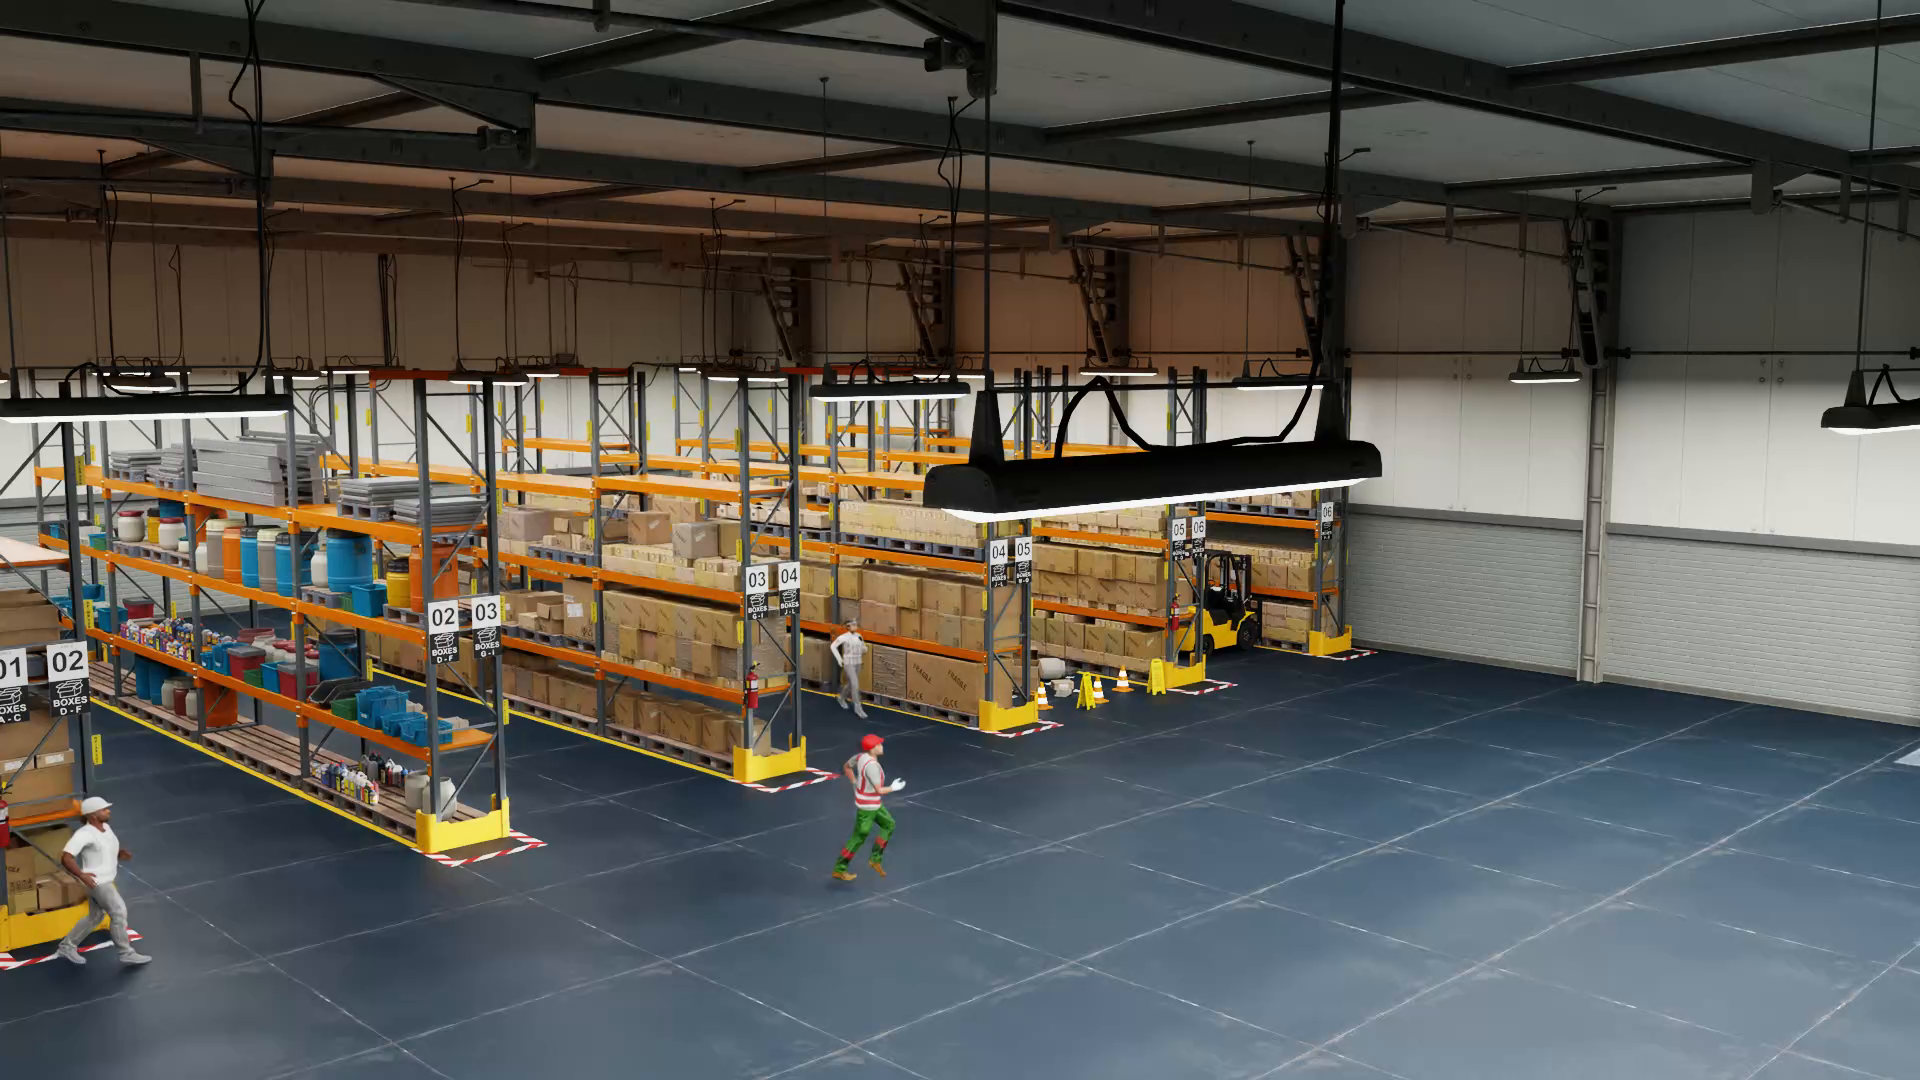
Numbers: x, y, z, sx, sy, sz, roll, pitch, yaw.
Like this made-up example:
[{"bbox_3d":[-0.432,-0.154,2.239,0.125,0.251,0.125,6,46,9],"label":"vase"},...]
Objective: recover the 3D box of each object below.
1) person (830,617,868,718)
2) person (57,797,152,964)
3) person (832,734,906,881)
[{"bbox_3d":[-1.884,2.197,29.056,0.861,1.718,0.598,6,9,42],"label":"person"},{"bbox_3d":[-8.833,3.495,17.088,0.903,1.750,0.700,-2,7,-15],"label":"person"},{"bbox_3d":[-1.105,3.198,19.917,0.898,1.794,0.673,-1,7,-10],"label":"person"}]
